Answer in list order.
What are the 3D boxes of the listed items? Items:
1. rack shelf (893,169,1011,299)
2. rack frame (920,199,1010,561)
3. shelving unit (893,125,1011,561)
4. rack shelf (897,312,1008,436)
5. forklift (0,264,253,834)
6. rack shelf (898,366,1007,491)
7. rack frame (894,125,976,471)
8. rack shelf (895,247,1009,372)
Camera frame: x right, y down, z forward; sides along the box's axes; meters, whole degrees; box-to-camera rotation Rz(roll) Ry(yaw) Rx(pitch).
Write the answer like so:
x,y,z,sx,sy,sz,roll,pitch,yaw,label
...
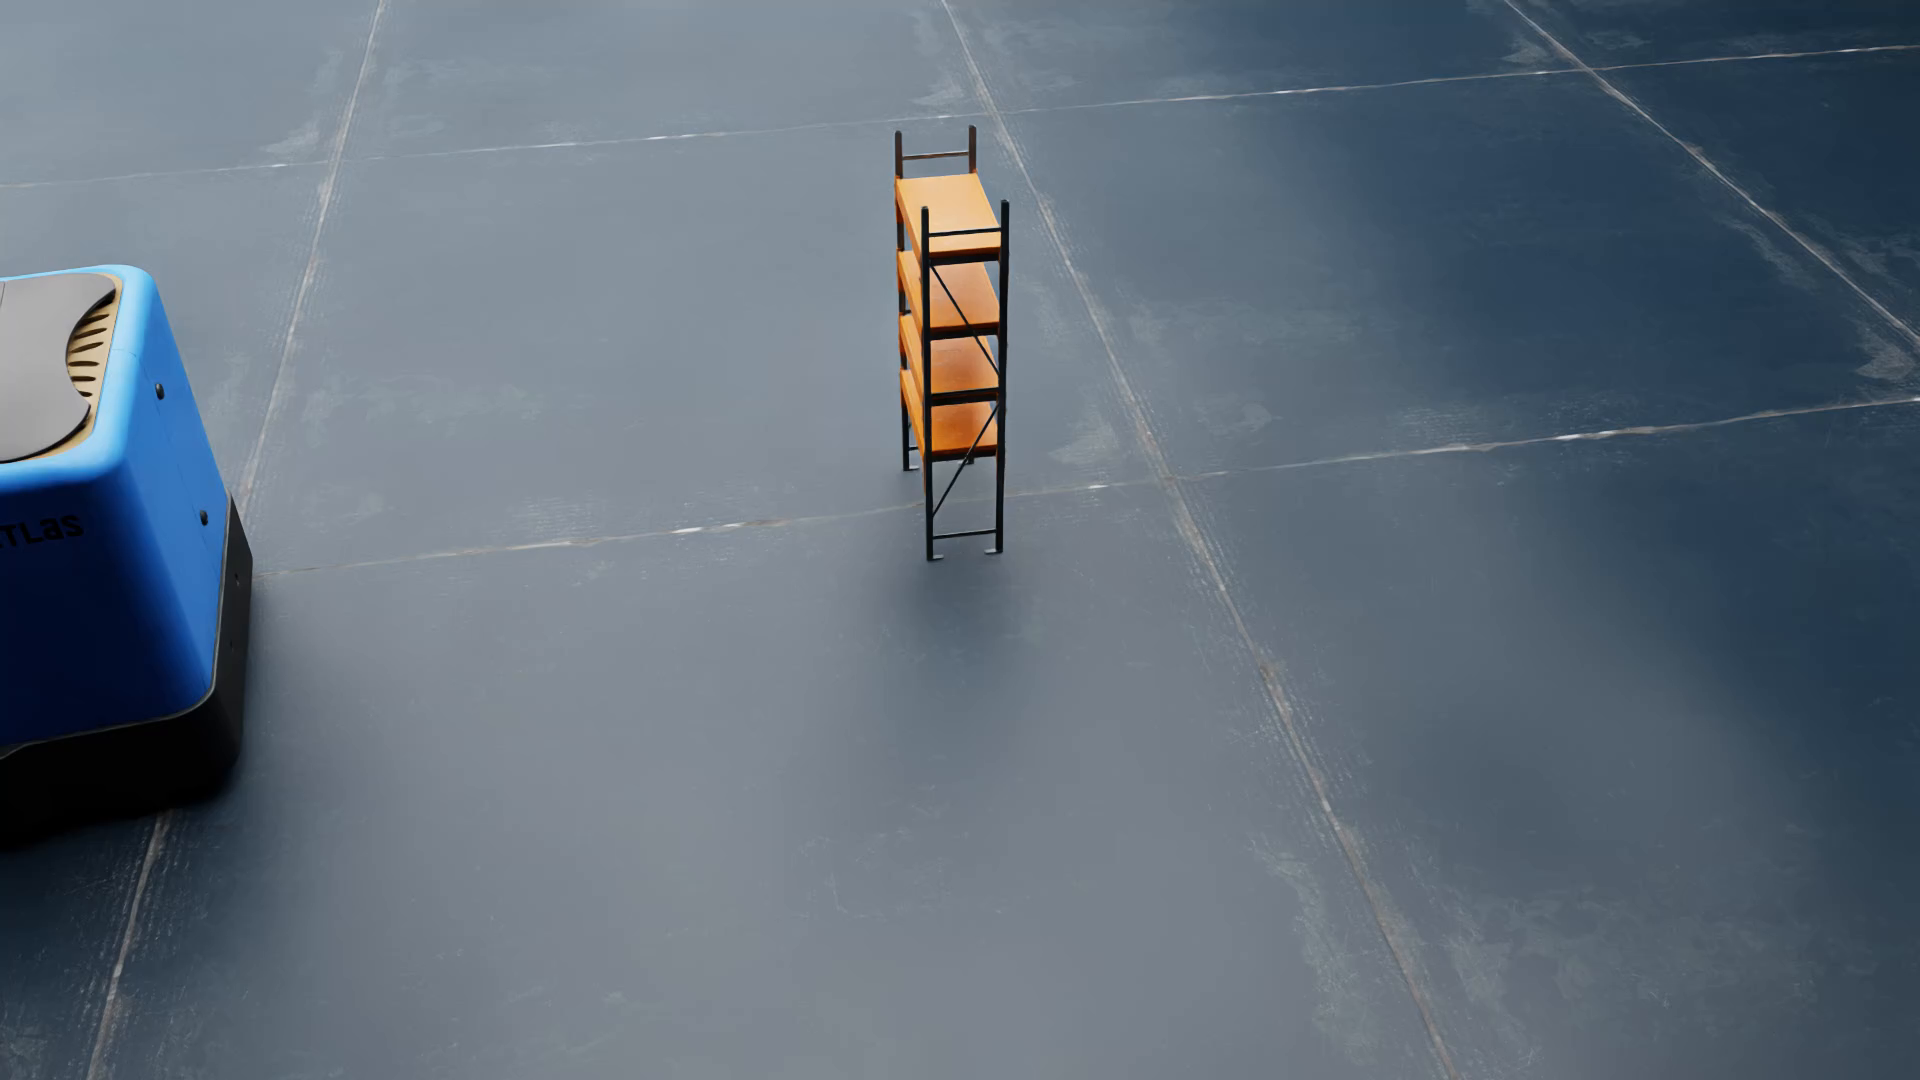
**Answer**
x,y,z,sx,sy,sz,roll,pitch,yaw,label
-0.029,-0.884,4.770,0.258,0.148,0.480,-6,38,-8,rack shelf
0.014,-0.426,4.821,0.240,1.200,0.015,-6,38,-8,rack frame
-0.029,-0.574,5.011,0.258,1.200,0.503,-6,38,-8,shelving unit
-0.029,-0.521,5.052,0.258,0.148,0.480,-6,38,-8,rack shelf
-3.483,-0.528,3.541,3.031,2.935,1.130,-10,39,-13,forklift
-0.029,-0.364,5.174,0.258,0.148,0.480,-6,38,-8,rack shelf
-0.072,-0.721,5.200,0.240,1.200,0.015,-6,38,-8,rack frame
-0.029,-0.697,4.915,0.258,0.148,0.480,-6,38,-8,rack shelf
